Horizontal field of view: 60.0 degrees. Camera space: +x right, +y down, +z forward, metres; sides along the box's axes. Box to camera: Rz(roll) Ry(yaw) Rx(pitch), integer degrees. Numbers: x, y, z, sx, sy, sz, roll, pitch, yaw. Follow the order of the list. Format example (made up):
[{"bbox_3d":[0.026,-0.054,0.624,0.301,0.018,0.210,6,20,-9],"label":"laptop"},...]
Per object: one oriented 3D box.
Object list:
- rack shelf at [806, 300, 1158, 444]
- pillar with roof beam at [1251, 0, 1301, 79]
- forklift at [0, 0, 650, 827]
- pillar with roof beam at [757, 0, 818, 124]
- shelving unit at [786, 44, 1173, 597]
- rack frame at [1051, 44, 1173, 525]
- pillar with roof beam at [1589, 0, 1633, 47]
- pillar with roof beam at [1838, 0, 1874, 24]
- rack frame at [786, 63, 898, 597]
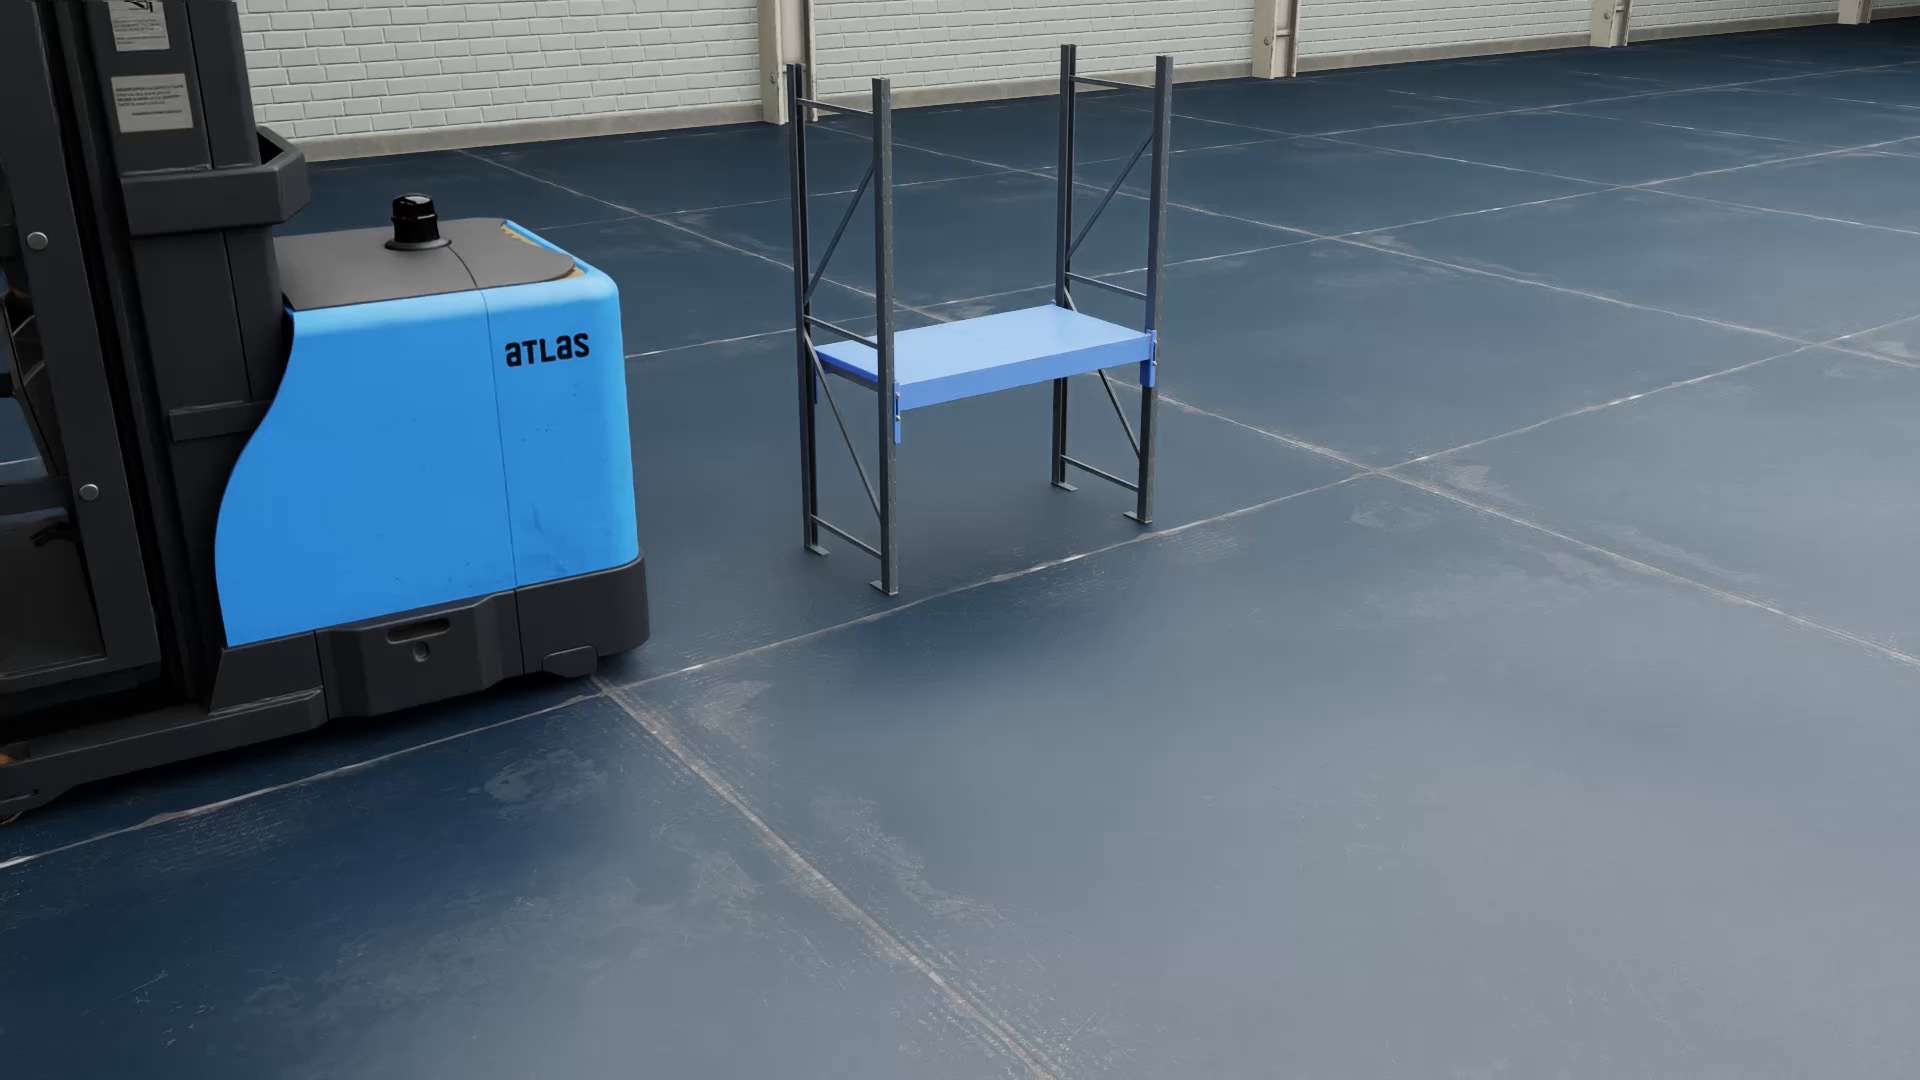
[{"bbox_3d":[0.069,-0.548,5.231,1.000,0.185,0.538,-15,26,-33],"label":"rack shelf"},{"bbox_3d":[5.886,-7.882,13.008,0.400,9.000,9.100,-15,26,-33],"label":"pillar with roof beam"},{"bbox_3d":[-2.377,-0.895,3.685,3.031,2.935,1.130,-12,25,-28],"label":"forklift"},{"bbox_3d":[1.015,-6.584,9.754,0.400,9.000,9.100,-15,26,-33],"label":"pillar with roof beam"},{"bbox_3d":[0.069,-0.715,5.165,1.048,1.500,0.538,-15,26,-33],"label":"shelving unit"},{"bbox_3d":[0.482,-0.825,5.440,0.032,1.500,0.500,-15,26,-33],"label":"rack frame"},{"bbox_3d":[10.756,-9.181,16.263,0.400,9.000,9.100,-15,26,-33],"label":"pillar with roof beam"},{"bbox_3d":[15.627,-10.480,19.517,0.400,9.000,9.100,-15,26,-33],"label":"pillar with roof beam"},{"bbox_3d":[-0.343,-0.605,4.889,0.032,1.500,0.500,-15,26,-33],"label":"rack frame"}]
